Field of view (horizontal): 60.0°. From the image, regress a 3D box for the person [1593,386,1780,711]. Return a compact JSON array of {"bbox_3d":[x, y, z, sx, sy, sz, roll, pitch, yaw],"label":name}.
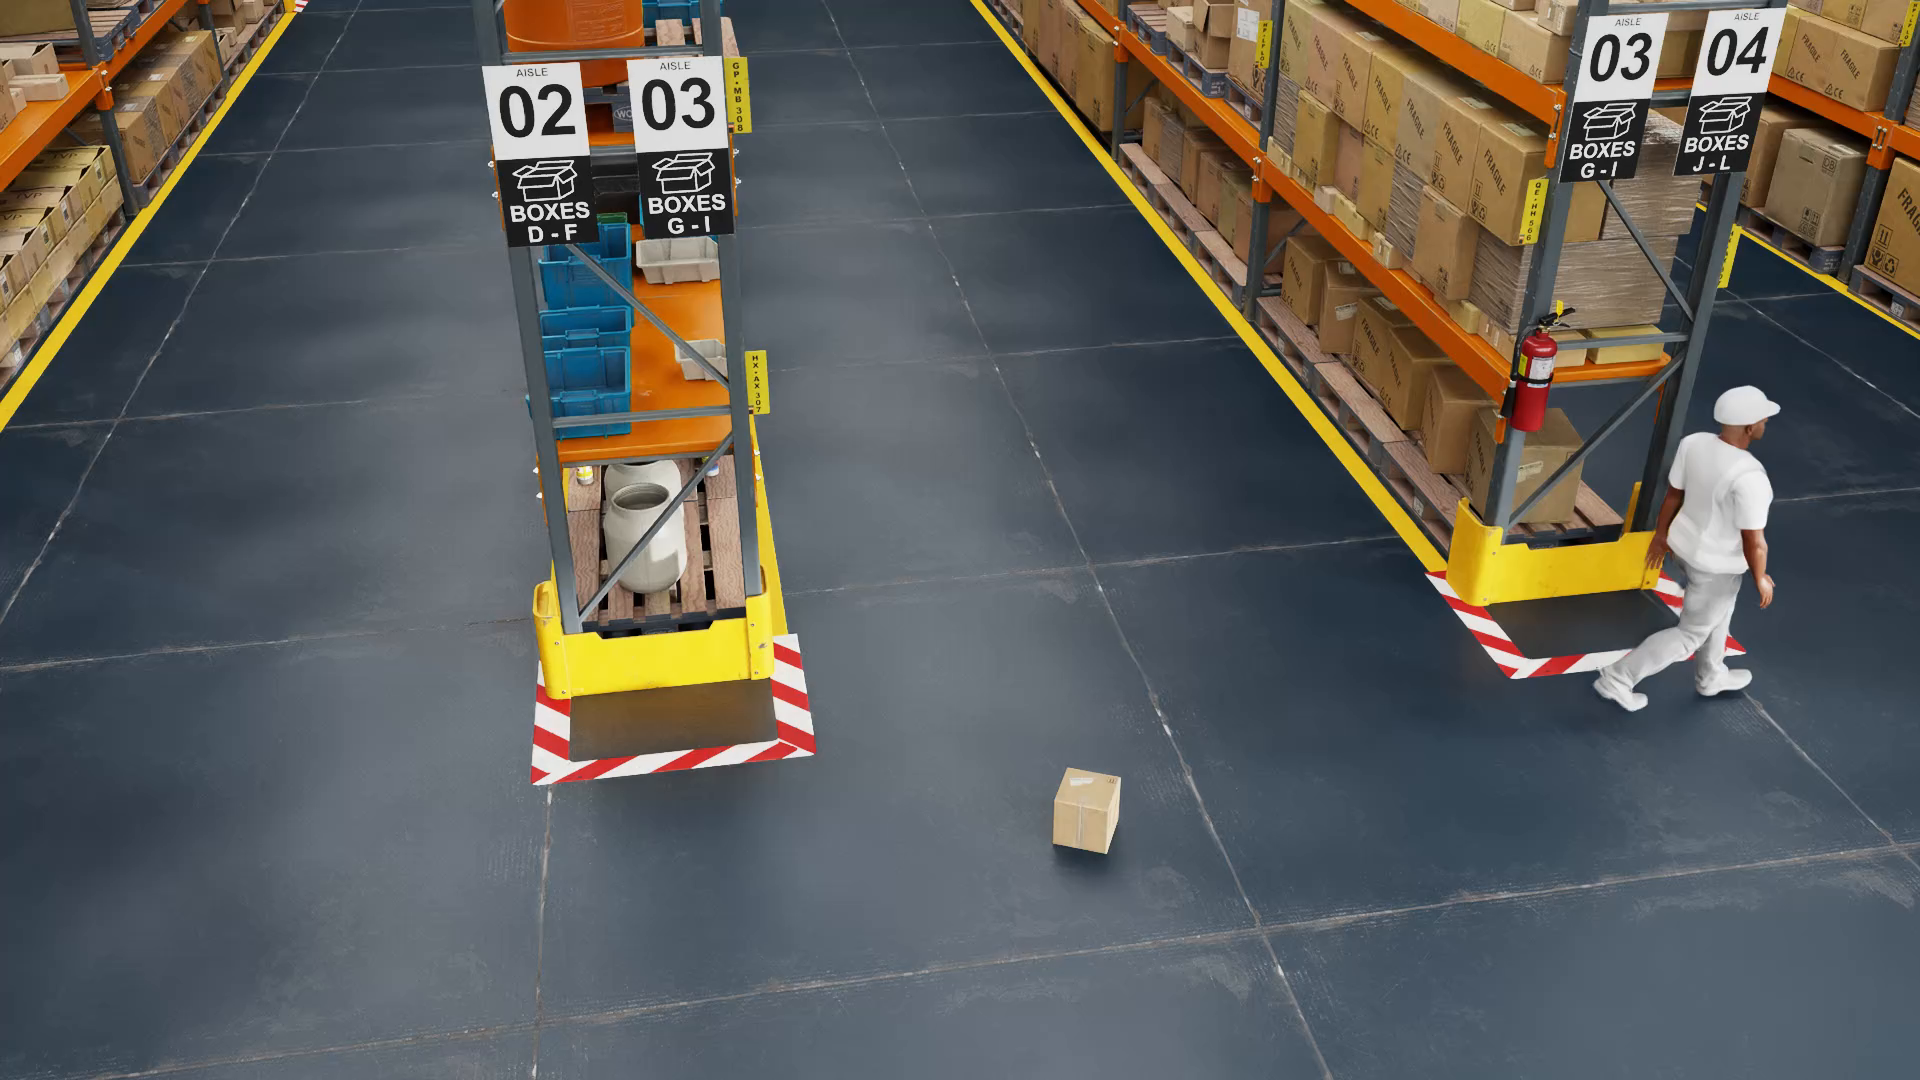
[{"bbox_3d":[3.596,0.068,7.996,0.963,1.733,0.581,-5,31,-9],"label":"person"}]
